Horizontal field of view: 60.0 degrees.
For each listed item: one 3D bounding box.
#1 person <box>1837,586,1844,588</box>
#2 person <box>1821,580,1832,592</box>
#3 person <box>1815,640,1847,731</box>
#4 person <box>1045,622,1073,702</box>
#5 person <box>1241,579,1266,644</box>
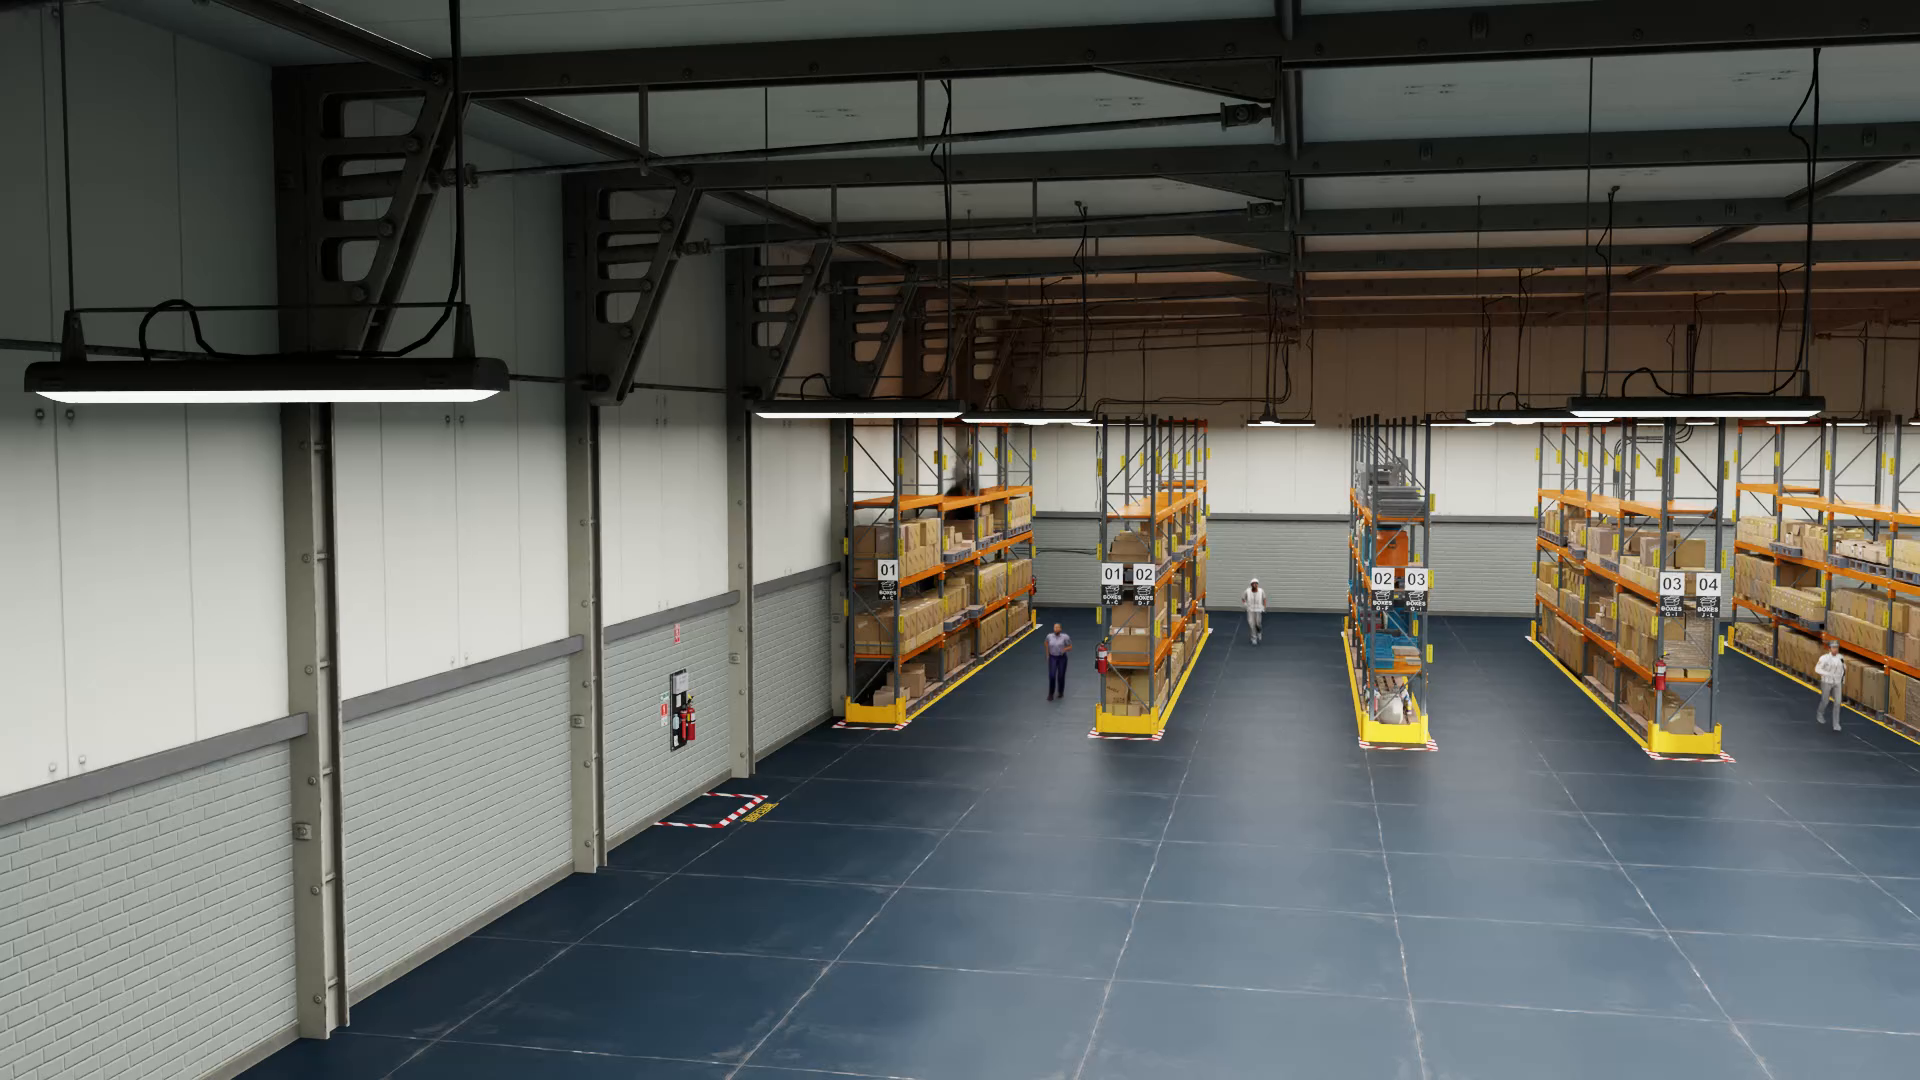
[{"bbox_3d":[22.570,2.031,42.696,0.637,1.736,0.684,0,4,-1],"label":"person"},{"bbox_3d":[23.299,1.881,44.750,0.810,1.765,0.716,1,4,11],"label":"person"},{"bbox_3d":[16.649,2.737,31.750,0.621,1.685,0.864,0,4,7],"label":"person"},{"bbox_3d":[2.079,2.577,35.103,0.597,1.687,0.723,0,4,6],"label":"person"},{"bbox_3d":[7.831,1.904,44.351,0.665,1.748,0.634,0,4,7],"label":"person"}]
